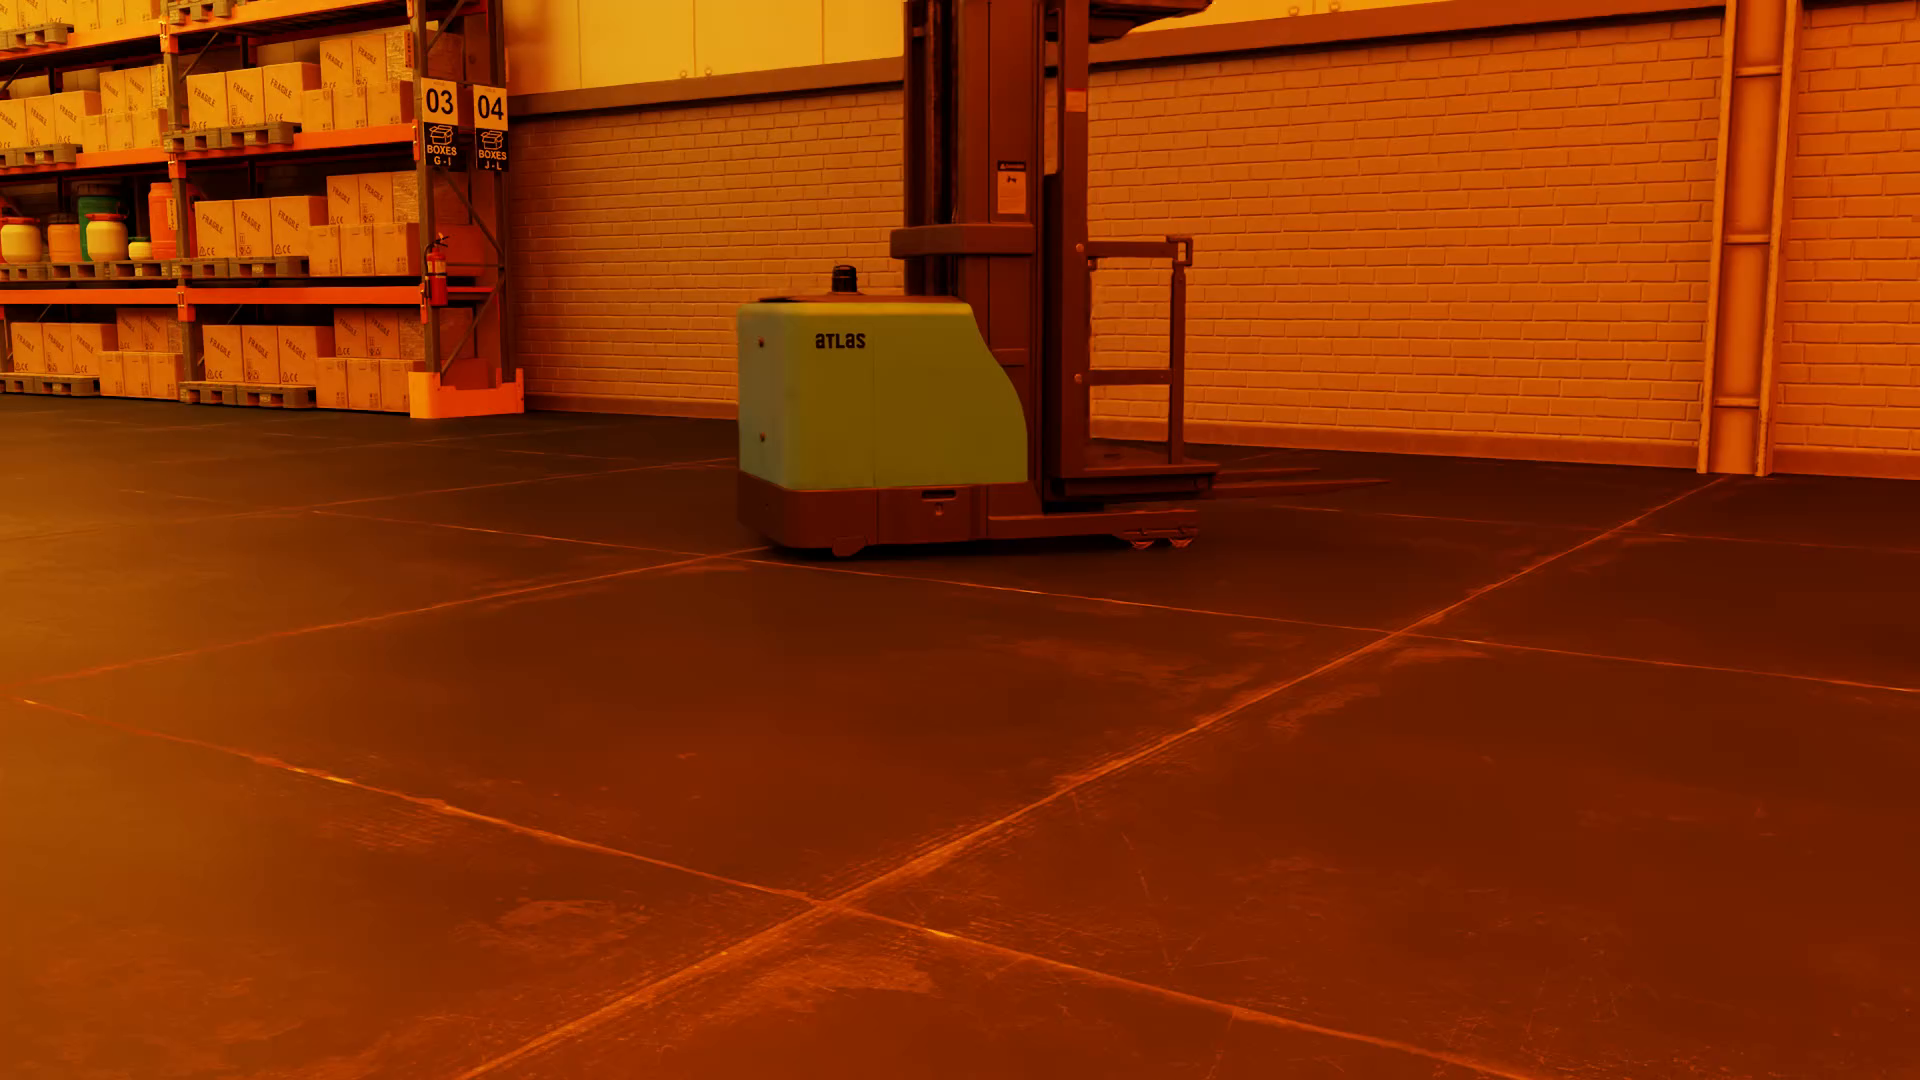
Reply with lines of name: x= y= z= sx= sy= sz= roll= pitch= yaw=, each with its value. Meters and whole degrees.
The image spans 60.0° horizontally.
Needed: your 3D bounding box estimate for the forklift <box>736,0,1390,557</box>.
forklift: x=0.539 y=-1.484 z=7.625 sx=3.031 sy=2.935 sz=1.130 roll=-3 pitch=9 yaw=-20
